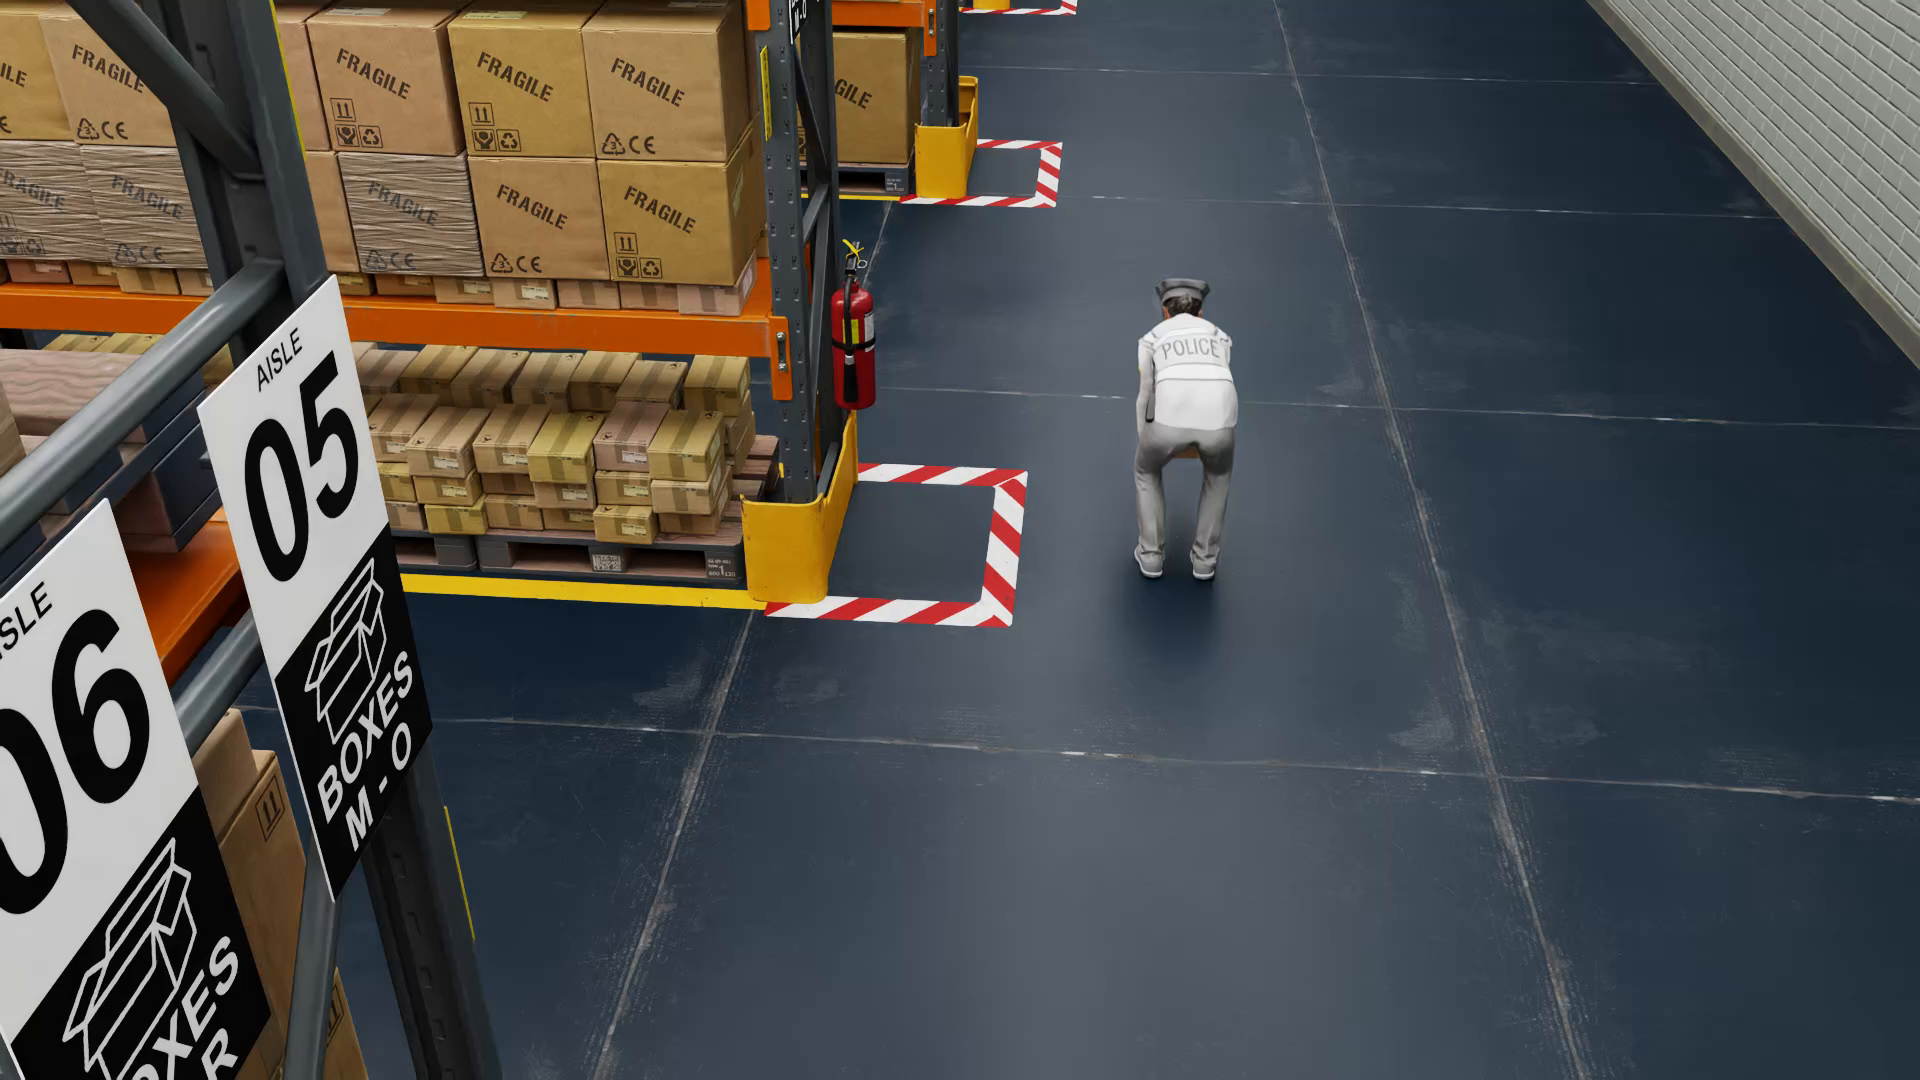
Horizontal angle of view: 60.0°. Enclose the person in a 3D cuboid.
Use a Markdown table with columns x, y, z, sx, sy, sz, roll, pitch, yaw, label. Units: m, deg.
| x | y | z | sx | sy | sz | roll | pitch | yaw | label |
| --- | --- | --- | --- | --- | --- | --- | --- | --- | --- |
| 0.988 | -0.496 | 7.372 | 0.433 | 1.192 | 0.908 | 1 | 32 | 2 | person |
